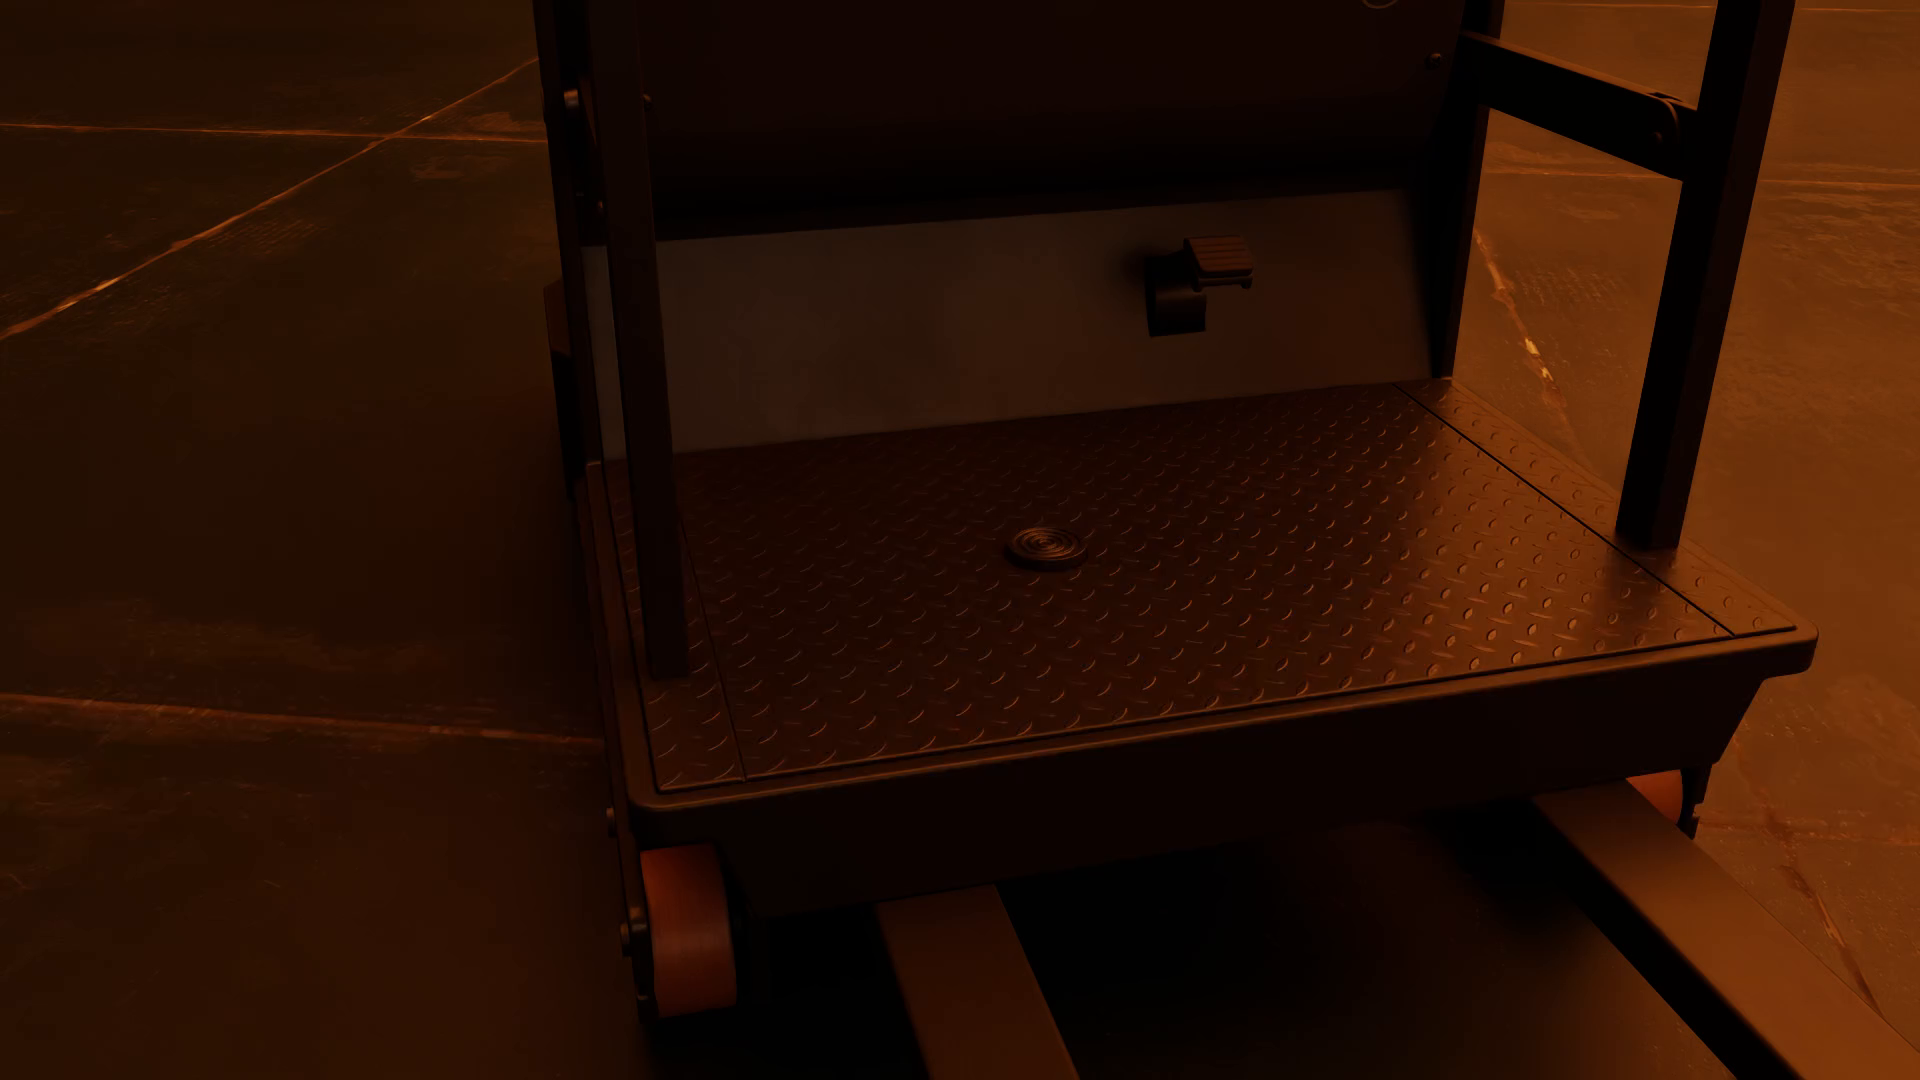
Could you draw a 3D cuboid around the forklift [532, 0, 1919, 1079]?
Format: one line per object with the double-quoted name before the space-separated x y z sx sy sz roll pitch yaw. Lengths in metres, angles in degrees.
"forklift" 0.153 -1.049 1.319 1.130 2.935 3.031 -7 27 -13
